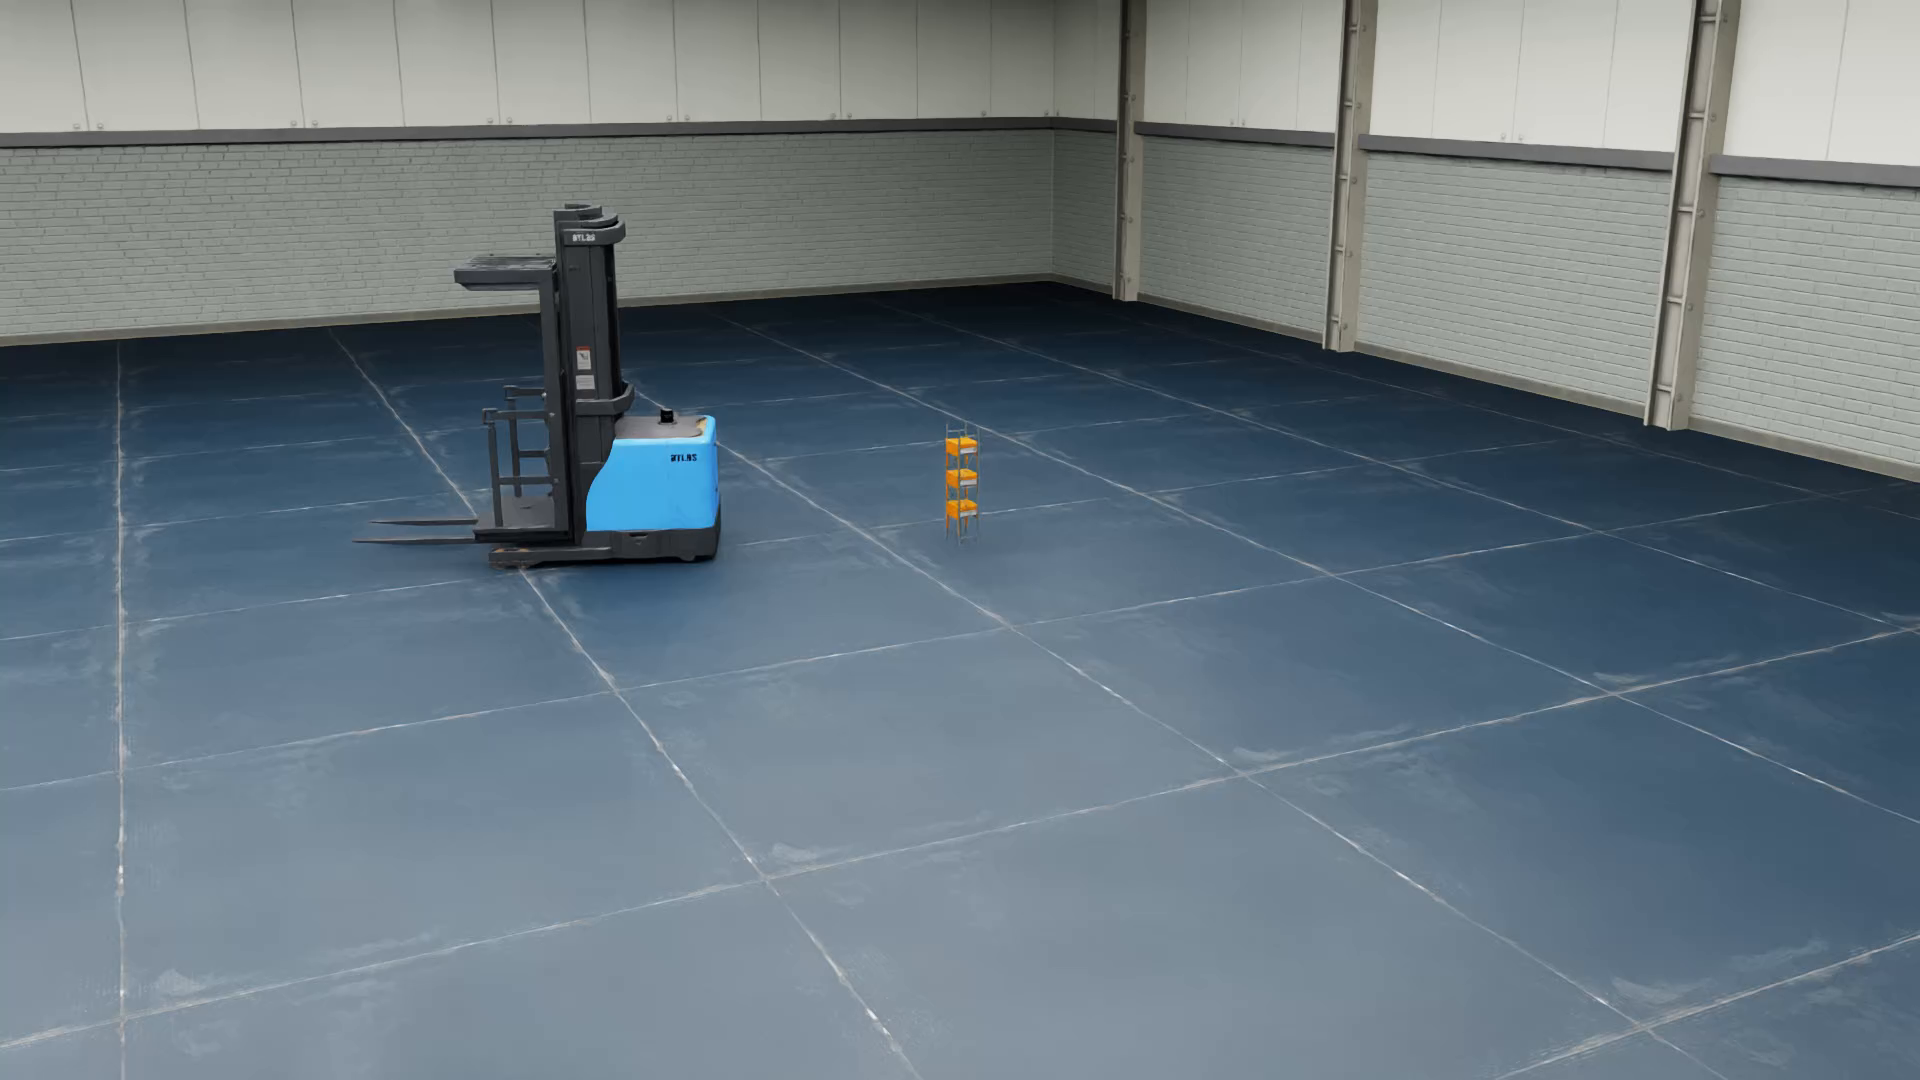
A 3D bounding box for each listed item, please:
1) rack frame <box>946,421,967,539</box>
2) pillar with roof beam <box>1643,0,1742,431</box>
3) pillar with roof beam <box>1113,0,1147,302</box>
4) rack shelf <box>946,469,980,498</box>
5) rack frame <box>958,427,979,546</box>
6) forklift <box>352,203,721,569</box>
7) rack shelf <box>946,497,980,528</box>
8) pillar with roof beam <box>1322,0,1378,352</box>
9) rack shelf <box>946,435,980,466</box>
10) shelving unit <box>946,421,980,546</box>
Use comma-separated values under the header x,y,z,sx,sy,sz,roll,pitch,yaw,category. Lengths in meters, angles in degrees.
x,y,z,sx,sy,sz,roll,pitch,yaw,category
-0.030,-0.522,14.665,0.200,1.050,0.008,-8,18,-25,rack frame
4.346,-5.126,16.298,9.100,9.000,0.400,-8,18,-25,pillar with roof beam
-0.911,-8.101,26.667,9.100,9.000,0.400,-8,18,-25,pillar with roof beam
0.023,-0.481,14.563,0.215,0.259,0.240,-8,18,-25,rack shelf
0.077,-0.461,14.454,0.200,1.050,0.008,-8,18,-25,rack frame
-3.615,-1.316,14.024,3.031,2.935,1.130,-1,16,-5,forklift
0.023,-0.214,14.639,0.215,0.259,0.240,-8,18,-25,rack shelf
1.718,-6.613,21.483,9.100,9.000,0.400,-8,18,-25,pillar with roof beam
0.023,-0.754,14.484,0.215,0.259,0.240,-8,18,-25,rack shelf
0.023,-0.491,14.560,0.215,1.050,0.252,-8,18,-25,shelving unit
